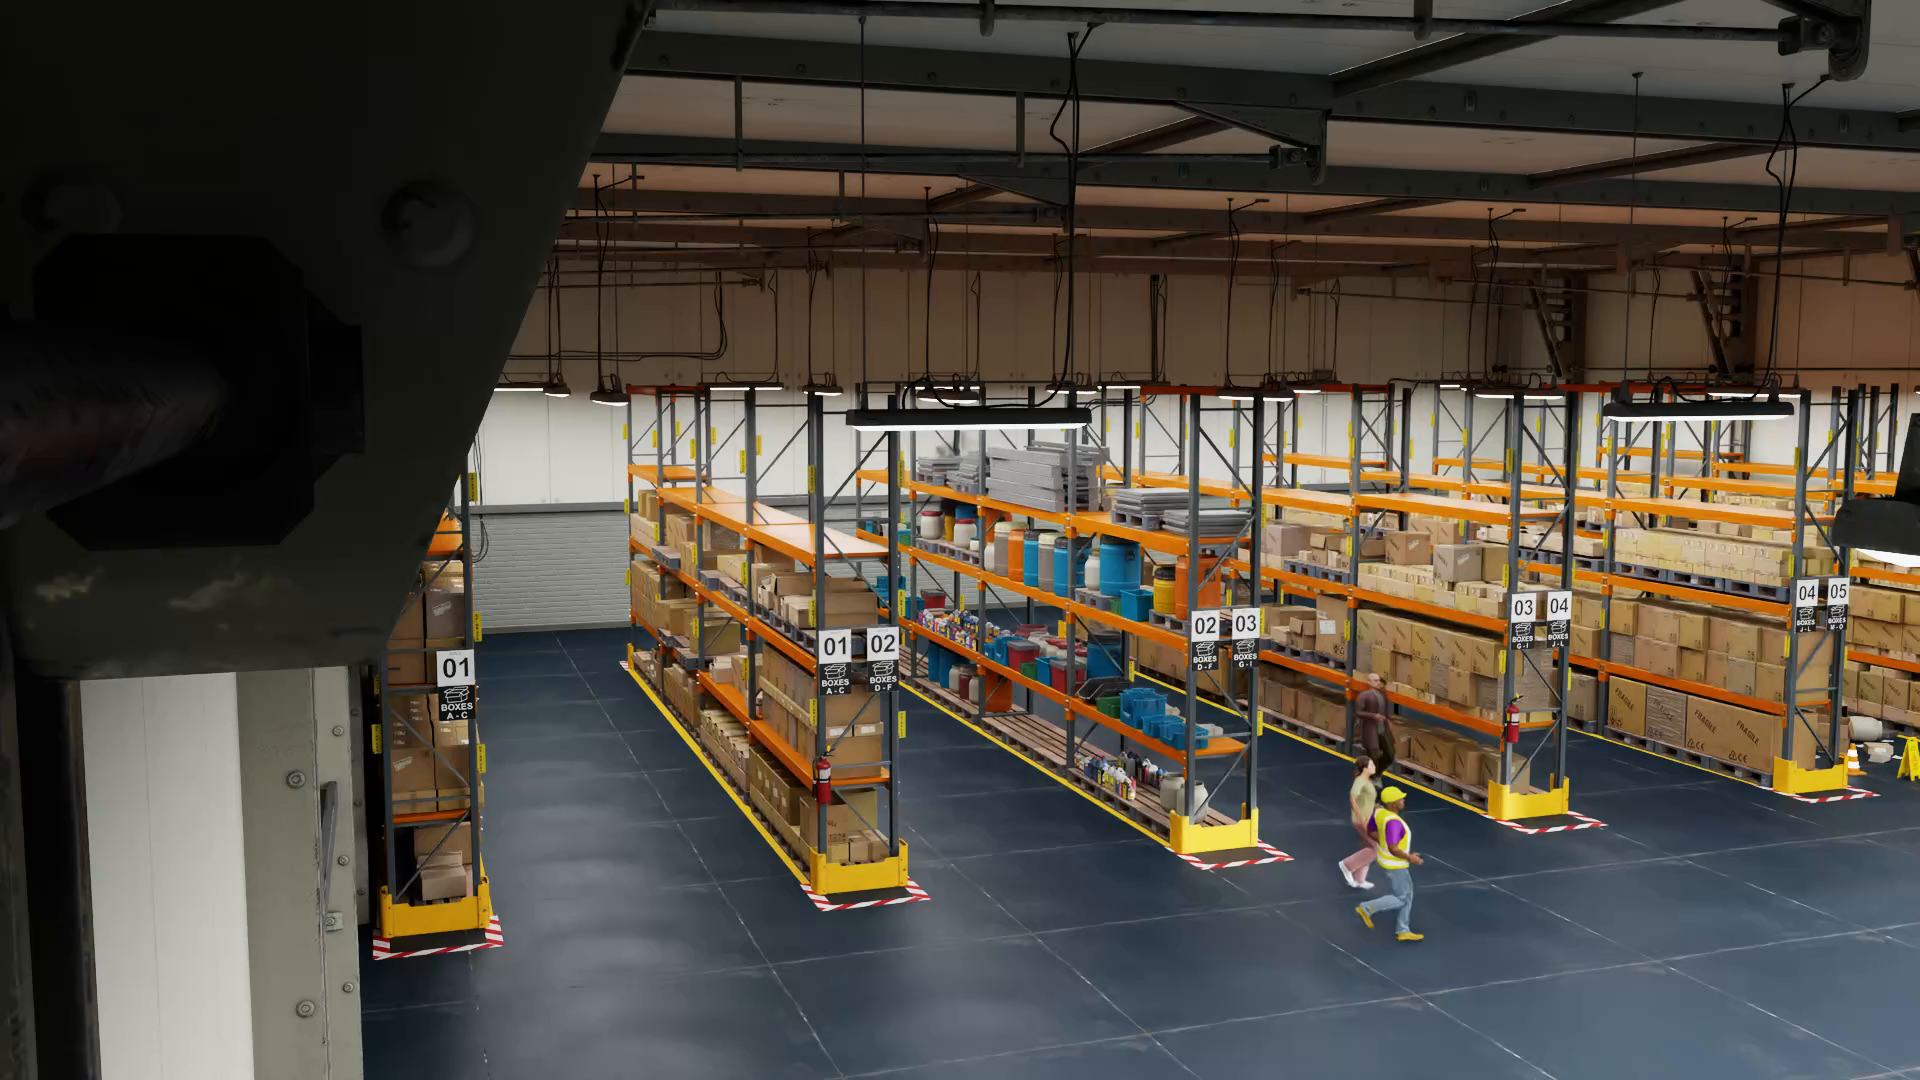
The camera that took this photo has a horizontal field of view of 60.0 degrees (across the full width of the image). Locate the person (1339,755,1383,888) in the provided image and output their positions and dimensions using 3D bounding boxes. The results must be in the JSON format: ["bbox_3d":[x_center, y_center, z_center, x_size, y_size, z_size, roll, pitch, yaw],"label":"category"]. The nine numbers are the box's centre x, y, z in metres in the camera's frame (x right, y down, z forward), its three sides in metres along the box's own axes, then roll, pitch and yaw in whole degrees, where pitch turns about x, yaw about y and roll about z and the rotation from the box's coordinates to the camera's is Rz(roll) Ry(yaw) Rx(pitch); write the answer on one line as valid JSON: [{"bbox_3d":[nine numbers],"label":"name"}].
[{"bbox_3d":[4.905,3.430,20.286,0.538,1.638,0.593,1,6,12],"label":"person"}]

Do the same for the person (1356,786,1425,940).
[{"bbox_3d":[4.753,3.575,18.380,0.787,1.735,0.698,0,6,-1],"label":"person"}]

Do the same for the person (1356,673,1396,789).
[{"bbox_3d":[6.270,2.886,24.944,0.693,1.768,0.681,-3,6,-23],"label":"person"}]
